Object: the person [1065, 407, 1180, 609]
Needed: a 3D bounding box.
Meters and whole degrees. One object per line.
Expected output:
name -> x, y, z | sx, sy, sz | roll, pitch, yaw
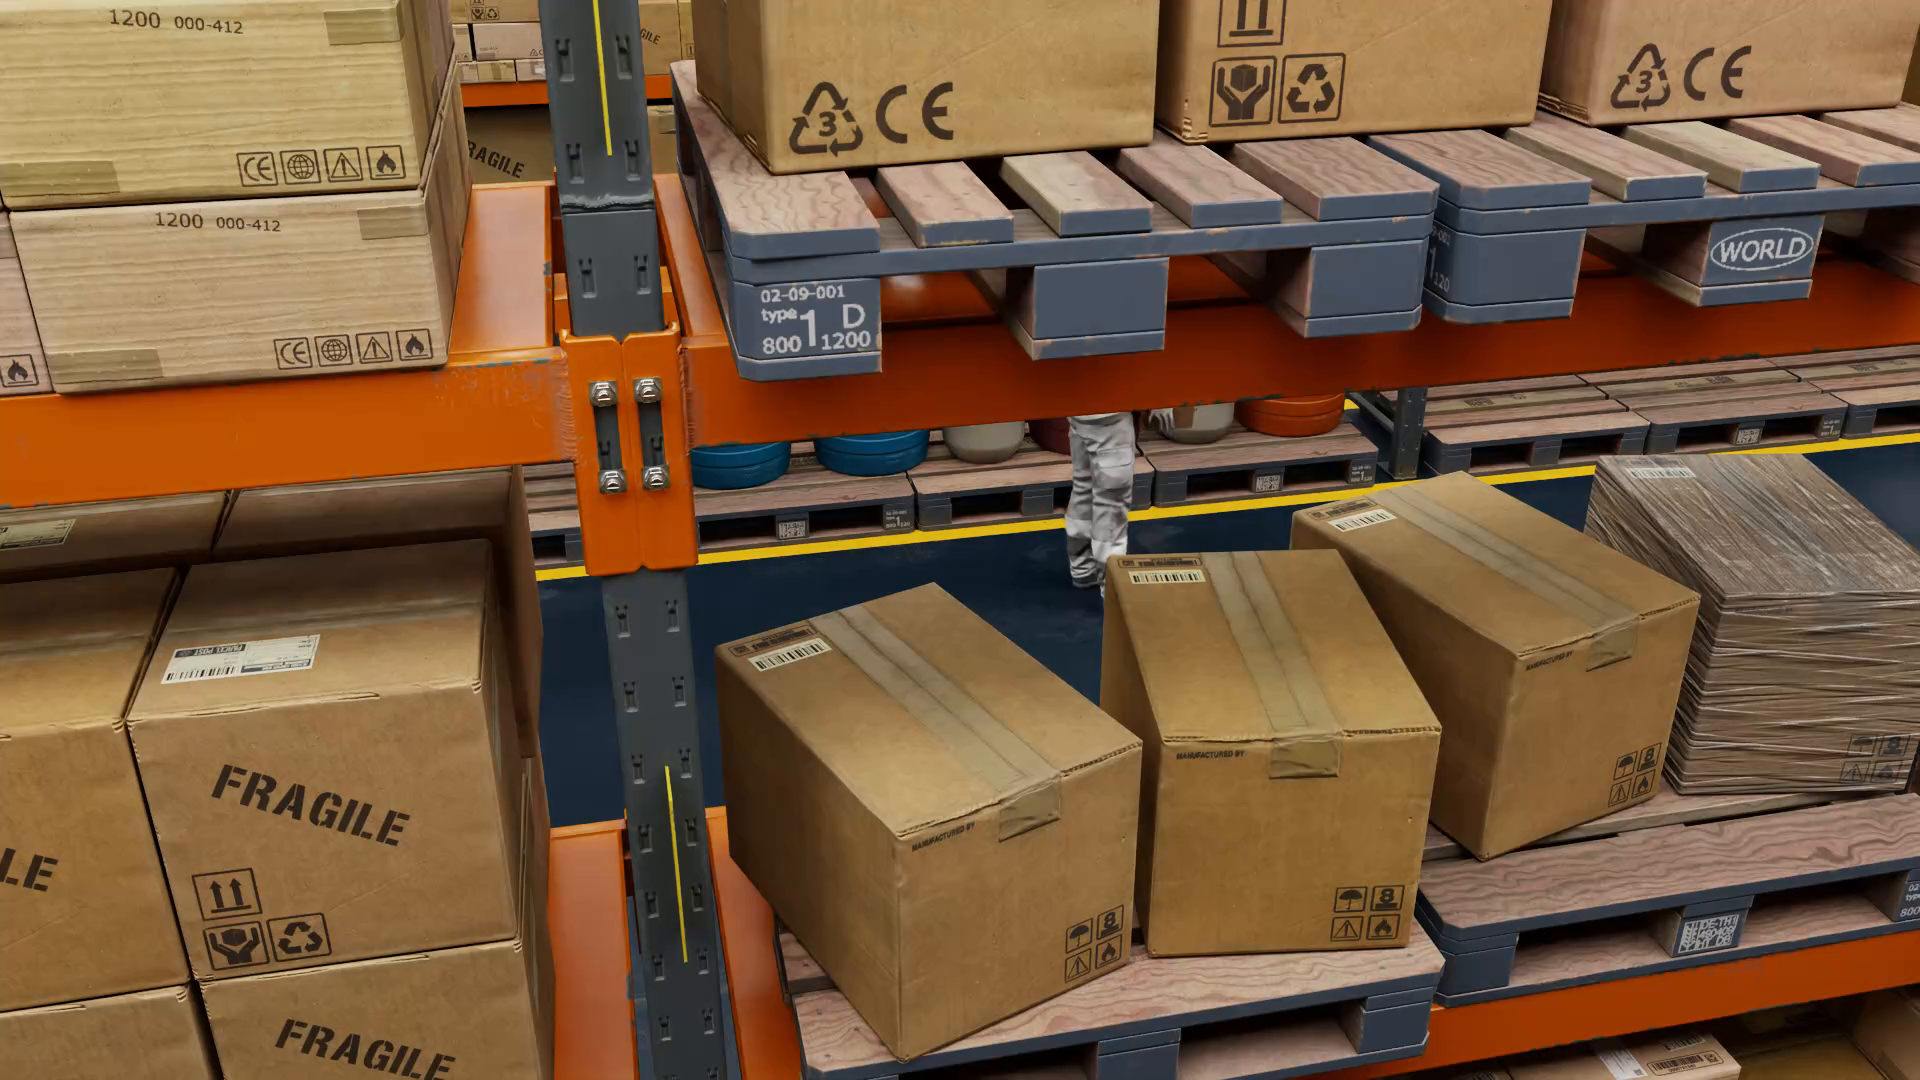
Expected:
person -> 0.665, -0.578, 7.241 | 0.525, 1.793, 0.535 | -6, 27, -12
